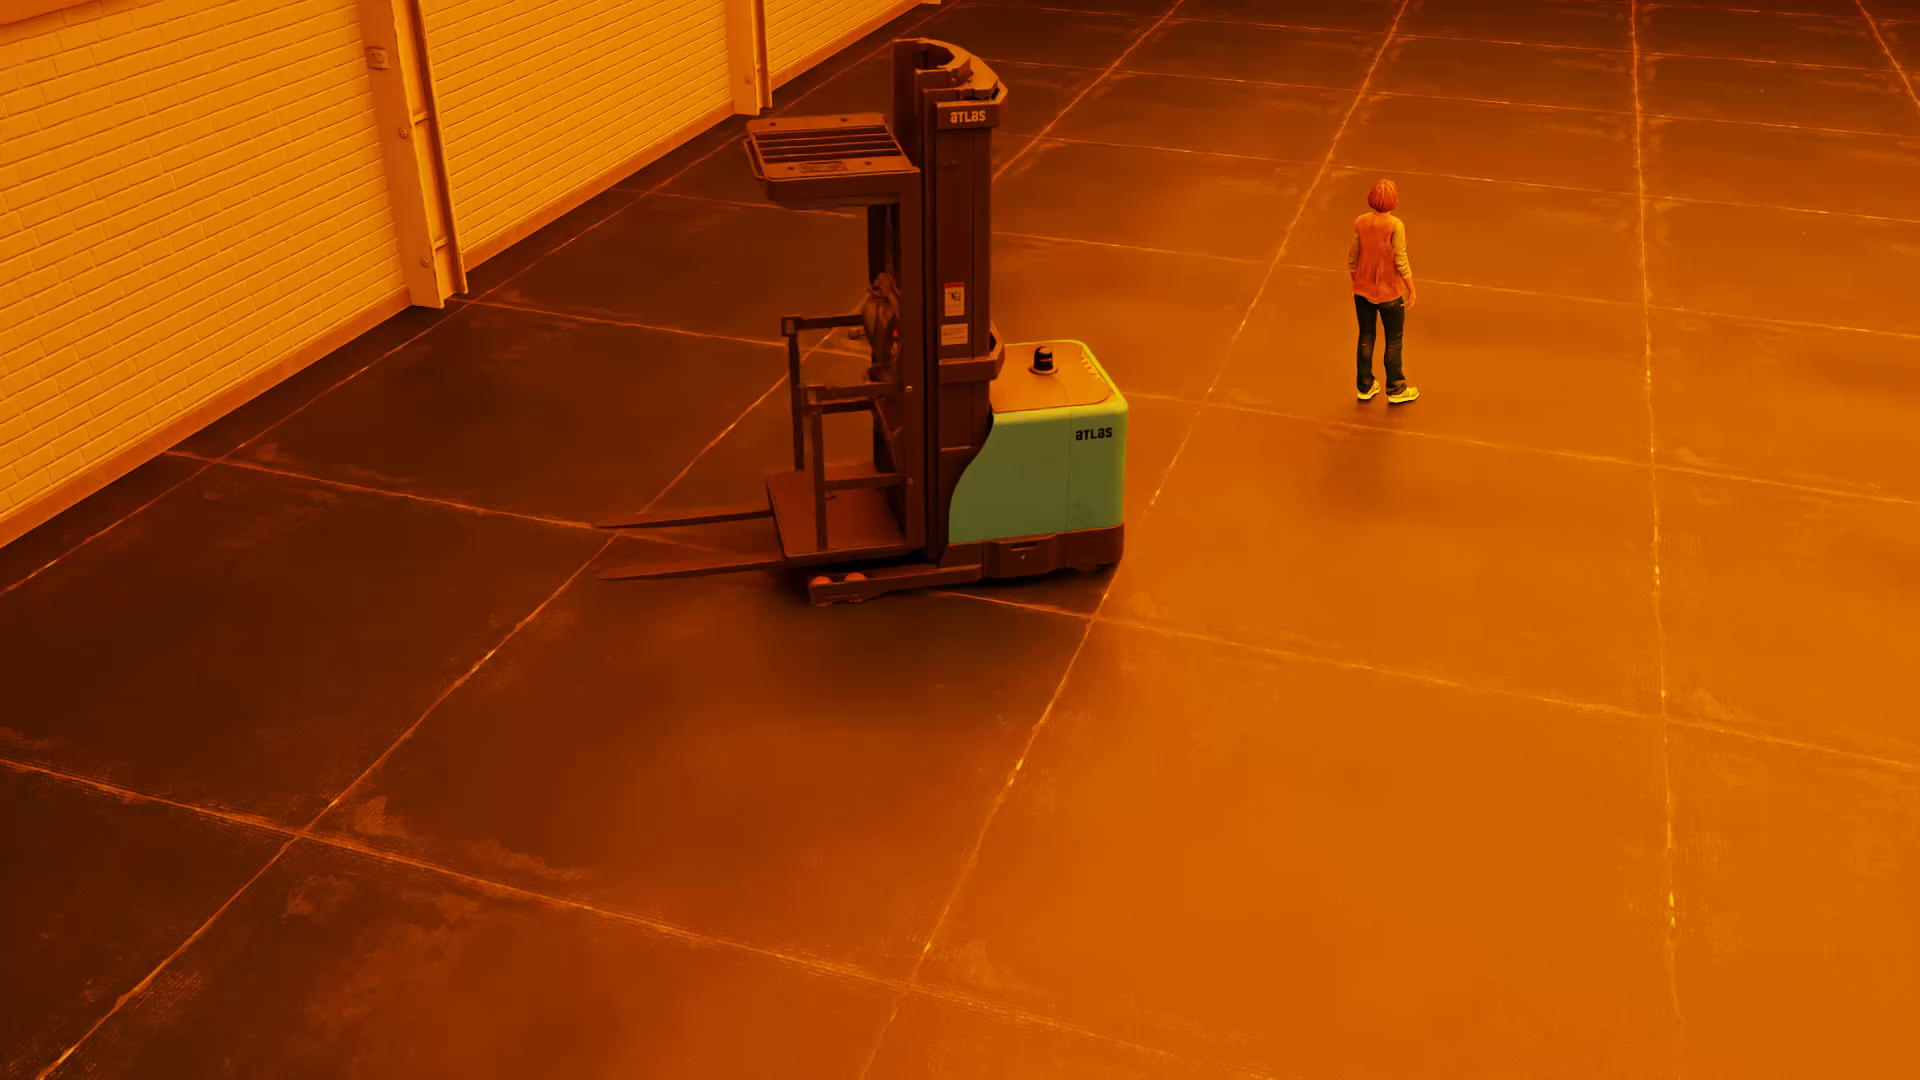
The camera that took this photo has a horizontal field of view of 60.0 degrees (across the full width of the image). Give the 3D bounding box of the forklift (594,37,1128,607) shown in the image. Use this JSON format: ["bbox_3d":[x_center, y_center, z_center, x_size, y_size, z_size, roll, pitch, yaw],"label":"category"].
[{"bbox_3d":[-0.613,-1.182,9.209,3.031,2.935,1.130,-6,30,-11],"label":"forklift"}]

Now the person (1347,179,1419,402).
[{"bbox_3d":[2.944,-1.726,11.497,0.475,1.597,0.520,-26,39,-38],"label":"person"}]
